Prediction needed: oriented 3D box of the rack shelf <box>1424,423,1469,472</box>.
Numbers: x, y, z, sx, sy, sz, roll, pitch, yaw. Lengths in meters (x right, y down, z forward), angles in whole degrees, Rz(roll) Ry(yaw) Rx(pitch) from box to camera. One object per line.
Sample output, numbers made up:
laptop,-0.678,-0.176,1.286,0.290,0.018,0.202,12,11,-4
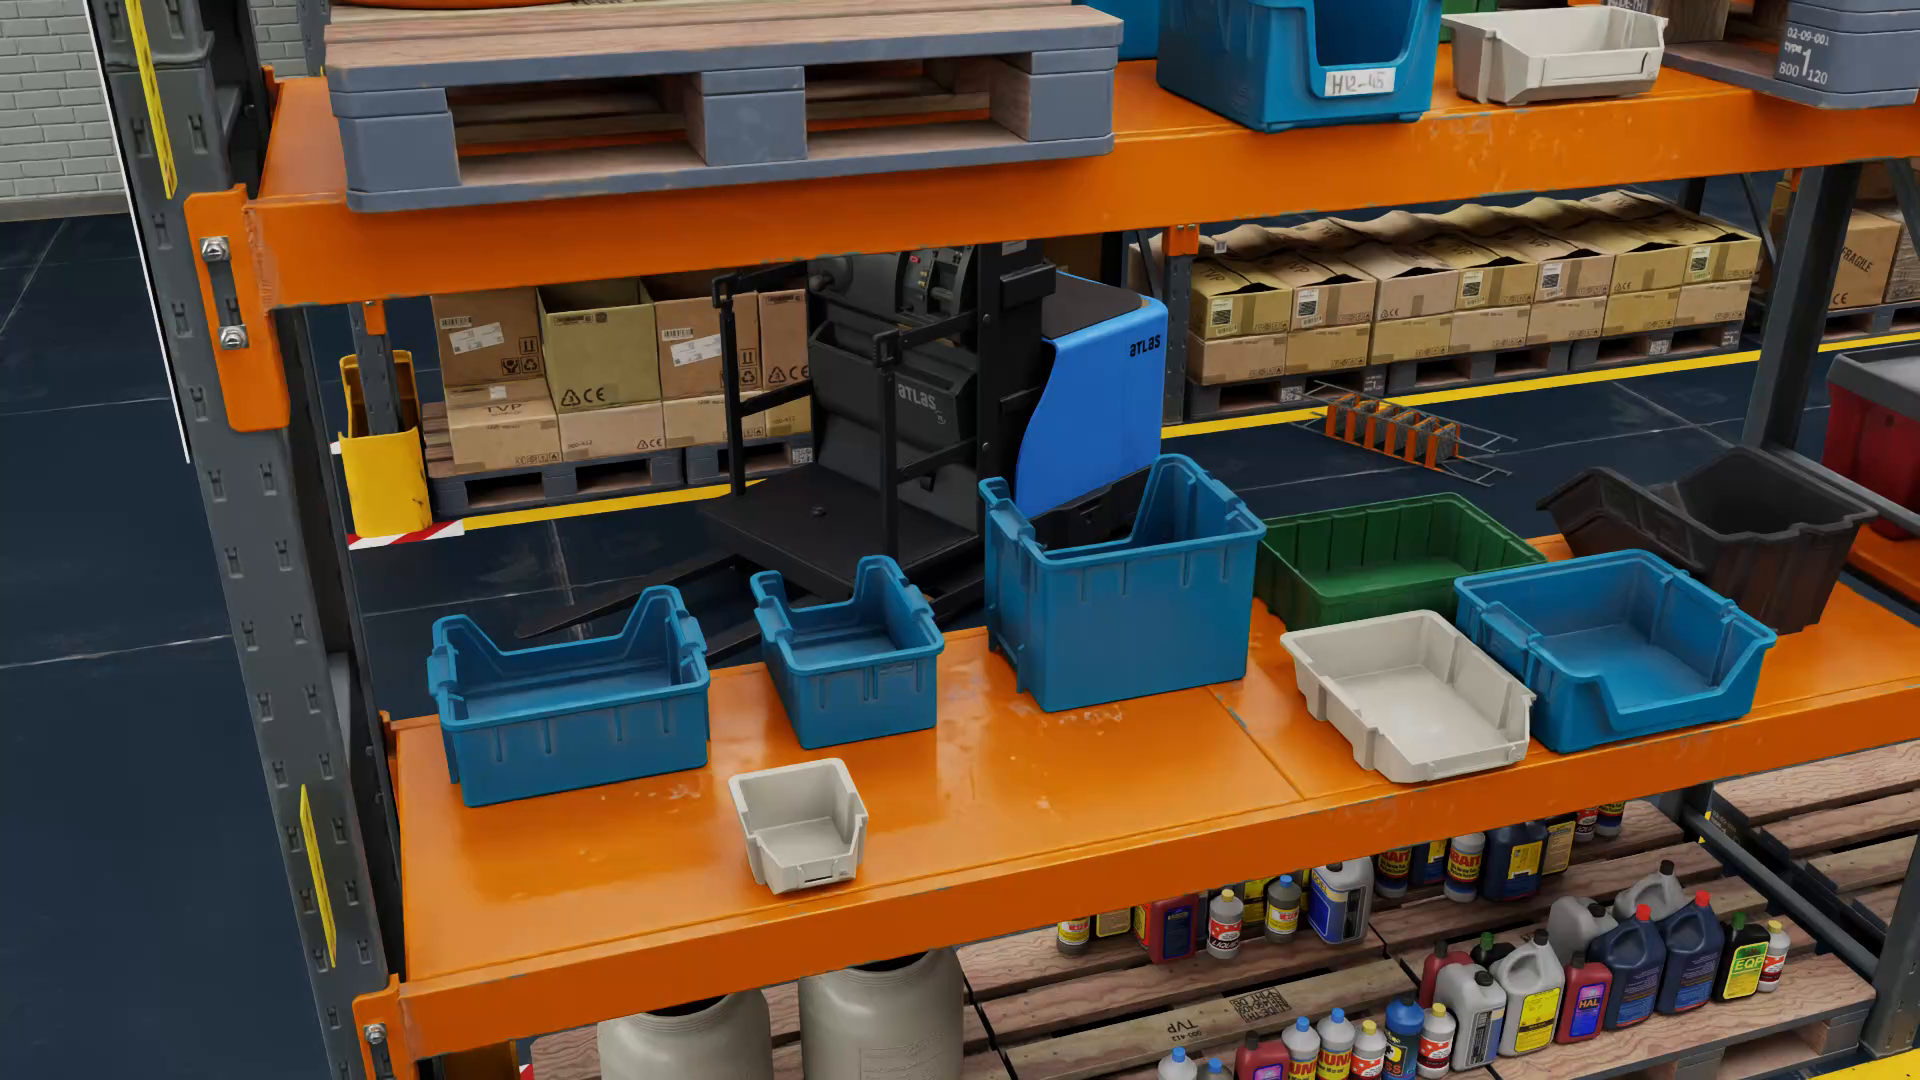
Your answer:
rack shelf,2.487,-0.479,8.491,0.103,0.180,0.258,24,35,39

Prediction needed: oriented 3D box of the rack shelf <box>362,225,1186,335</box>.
rack shelf,-0.908,-1.572,8.353,4.000,0.370,1.077,-8,28,-16

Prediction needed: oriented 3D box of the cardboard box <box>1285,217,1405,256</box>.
cardboard box,2.258,-1.697,9.784,0.500,0.311,0.500,-8,28,-16

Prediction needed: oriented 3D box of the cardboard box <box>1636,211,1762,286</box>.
cardboard box,4.375,-1.752,9.896,0.500,0.311,0.500,-8,27,-15

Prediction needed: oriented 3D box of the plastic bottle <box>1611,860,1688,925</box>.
plastic bottle,1.956,1.064,4.718,0.185,0.351,0.144,-8,28,-16

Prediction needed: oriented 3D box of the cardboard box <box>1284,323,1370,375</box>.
cardboard box,1.940,-1.147,9.307,0.500,0.250,0.500,-8,27,-15

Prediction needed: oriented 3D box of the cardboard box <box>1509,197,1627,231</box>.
cardboard box,3.711,-1.905,10.203,0.500,0.311,0.500,-9,28,-17

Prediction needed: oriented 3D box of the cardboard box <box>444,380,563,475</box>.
cardboard box,-2.231,-0.555,8.116,0.500,0.250,0.500,-8,28,-16

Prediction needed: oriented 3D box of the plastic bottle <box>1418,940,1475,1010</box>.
plastic bottle,1.322,1.202,4.516,0.133,0.283,0.061,-8,28,-16

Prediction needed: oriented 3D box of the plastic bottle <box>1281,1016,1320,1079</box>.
plastic bottle,0.867,1.336,4.260,0.097,0.271,0.097,0,26,0

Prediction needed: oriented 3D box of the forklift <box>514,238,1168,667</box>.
forklift,-0.442,-1.118,6.705,3.031,2.935,1.130,-24,35,-39

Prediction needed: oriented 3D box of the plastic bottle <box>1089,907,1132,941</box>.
plastic bottle,0.436,1.033,4.855,0.133,0.283,0.061,-8,27,-15

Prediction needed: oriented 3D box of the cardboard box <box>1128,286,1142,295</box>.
cardboard box,1.298,-1.306,9.628,0.500,0.250,0.500,-9,28,-17

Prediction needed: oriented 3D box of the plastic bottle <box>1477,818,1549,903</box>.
plastic bottle,1.672,0.911,5.026,0.185,0.351,0.144,-8,28,-16

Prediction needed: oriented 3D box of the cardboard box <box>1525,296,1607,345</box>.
cardboard box,3.404,-1.361,9.739,0.500,0.250,0.500,-8,27,-15

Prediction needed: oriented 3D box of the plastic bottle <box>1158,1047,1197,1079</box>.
plastic bottle,0.541,1.383,4.165,0.097,0.271,0.097,0,26,0

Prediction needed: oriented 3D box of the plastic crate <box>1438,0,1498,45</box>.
plastic crate,0.939,-1.222,3.702,0.450,0.188,0.336,-8,28,-16

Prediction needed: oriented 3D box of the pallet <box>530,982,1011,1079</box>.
pallet,-0.448,1.585,4.321,1.213,0.211,1.003,-8,28,-16

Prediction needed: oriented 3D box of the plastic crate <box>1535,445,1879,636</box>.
plastic crate,1.987,-0.029,4.505,0.504,0.338,0.767,-8,28,-16

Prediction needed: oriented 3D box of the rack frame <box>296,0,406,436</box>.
rack frame,-2.810,-1.619,7.638,0.127,3.000,1.000,-8,28,-16

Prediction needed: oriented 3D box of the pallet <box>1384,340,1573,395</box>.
pallet,2.844,-1.209,9.947,1.213,0.211,1.003,-8,28,-16

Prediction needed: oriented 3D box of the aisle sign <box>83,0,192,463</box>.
aisle sign,-1.257,-0.555,2.571,0.004,0.787,0.394,-8,28,-16

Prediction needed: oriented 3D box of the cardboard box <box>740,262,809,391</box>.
cardboard box,-0.804,-1.097,8.363,0.500,0.500,0.500,-8,28,-16

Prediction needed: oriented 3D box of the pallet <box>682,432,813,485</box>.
pallet,-0.938,-0.660,8.841,1.213,0.211,1.003,-8,28,-16

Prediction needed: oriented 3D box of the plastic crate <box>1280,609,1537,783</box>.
plastic crate,1.058,0.374,3.921,0.437,0.136,0.530,-8,28,-16

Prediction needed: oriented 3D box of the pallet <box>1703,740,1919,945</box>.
pallet,3.258,1.049,5.399,1.213,0.211,1.003,-8,28,-16

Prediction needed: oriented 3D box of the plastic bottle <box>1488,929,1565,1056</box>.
plastic bottle,1.511,1.196,4.452,0.185,0.351,0.144,-8,28,-16

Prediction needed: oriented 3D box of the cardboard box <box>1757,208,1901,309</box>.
cardboard box,5.318,-1.740,10.198,0.500,0.500,0.500,-7,27,-14

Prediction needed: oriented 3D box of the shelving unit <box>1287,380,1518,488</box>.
shelving unit,2.285,-0.567,8.672,1.200,0.189,0.258,24,35,39

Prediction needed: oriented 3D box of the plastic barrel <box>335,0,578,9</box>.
plastic barrel,-0.857,-1.369,2.806,0.708,0.830,0.600,-8,28,-16

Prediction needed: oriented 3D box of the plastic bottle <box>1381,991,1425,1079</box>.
plastic bottle,1.155,1.294,4.344,0.097,0.271,0.097,0,26,0

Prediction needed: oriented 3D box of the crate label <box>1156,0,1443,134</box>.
crate label,0.603,-0.919,3.022,0.408,0.251,0.502,-8,28,-16

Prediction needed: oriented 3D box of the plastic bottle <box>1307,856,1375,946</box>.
plastic bottle,1.114,1.027,4.876,0.135,0.276,0.152,-8,28,-16

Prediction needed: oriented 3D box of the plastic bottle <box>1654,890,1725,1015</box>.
plastic bottle,2.001,1.125,4.595,0.185,0.351,0.144,-9,28,-17

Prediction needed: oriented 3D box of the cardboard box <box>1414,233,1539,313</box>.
cardboard box,2.925,-1.542,9.471,0.500,0.311,0.500,-7,27,-15

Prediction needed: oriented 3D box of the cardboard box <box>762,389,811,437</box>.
cardboard box,-0.804,-0.761,8.530,0.500,0.250,0.500,-8,28,-16

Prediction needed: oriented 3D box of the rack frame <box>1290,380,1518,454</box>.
rack frame,2.285,-0.649,8.631,1.200,0.006,0.240,24,35,39

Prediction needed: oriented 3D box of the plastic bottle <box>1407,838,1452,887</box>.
plastic bottle,1.448,0.876,5.096,0.185,0.351,0.144,-9,28,-18

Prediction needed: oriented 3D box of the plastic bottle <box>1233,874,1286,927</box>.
plastic bottle,0.867,0.960,4.927,0.185,0.351,0.144,-7,27,-14

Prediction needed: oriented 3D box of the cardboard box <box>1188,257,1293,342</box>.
cardboard box,1.464,-1.329,9.044,0.500,0.311,0.500,-8,28,-16

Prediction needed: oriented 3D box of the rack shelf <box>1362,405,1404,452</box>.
rack shelf,2.231,-0.590,8.720,0.103,0.180,0.258,24,35,39

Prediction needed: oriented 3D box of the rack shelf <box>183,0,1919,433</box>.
rack shelf,0.622,-0.821,3.466,4.000,0.370,1.077,-8,28,-16

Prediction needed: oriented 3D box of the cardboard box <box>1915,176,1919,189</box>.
cardboard box,6.106,-2.097,10.918,0.500,0.500,0.500,-9,28,-18

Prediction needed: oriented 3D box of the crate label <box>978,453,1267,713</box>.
crate label,0.387,0.092,4.152,0.616,0.435,0.502,-8,28,-16

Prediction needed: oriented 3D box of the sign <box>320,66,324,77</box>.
sign,-2.644,-1.807,6.954,0.005,0.325,0.100,-8,28,-16

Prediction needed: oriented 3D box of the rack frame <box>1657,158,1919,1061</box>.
rack frame,2.524,-0.075,4.528,0.127,3.000,1.000,-8,28,-16
